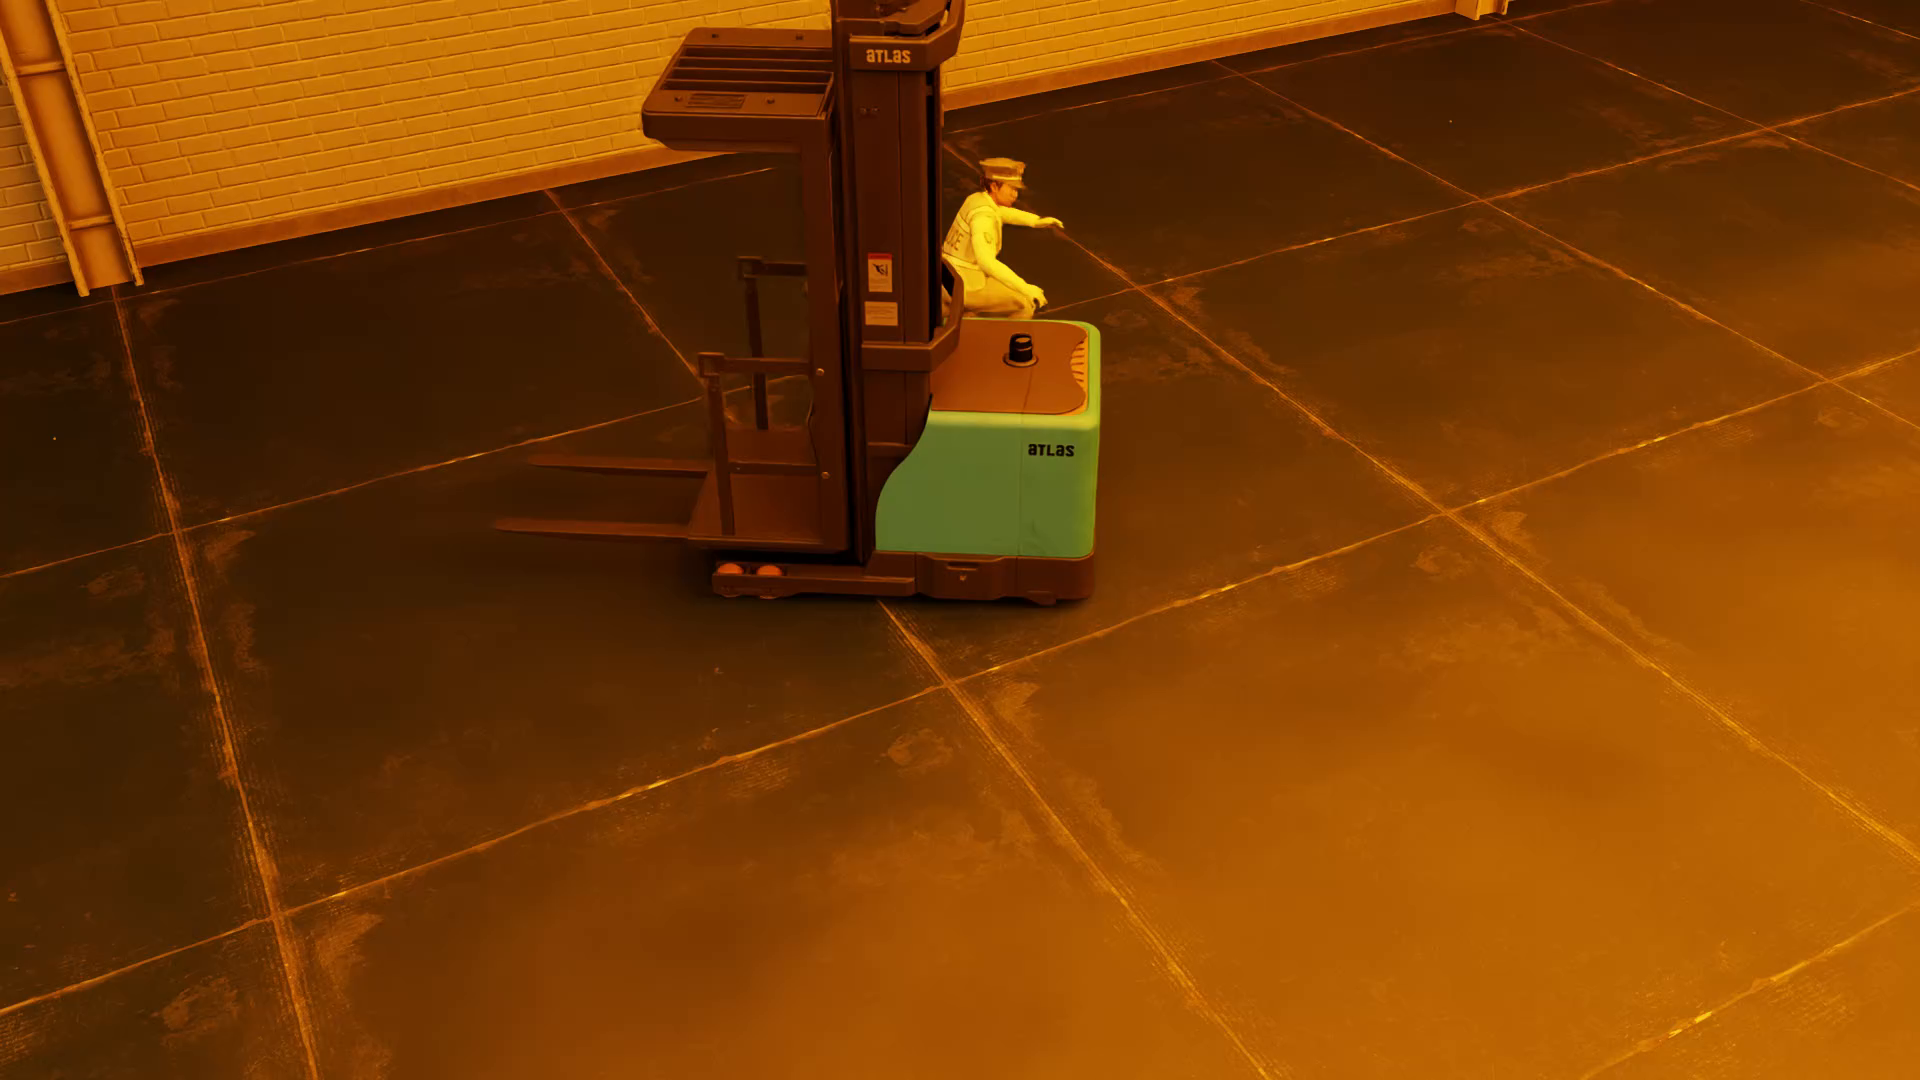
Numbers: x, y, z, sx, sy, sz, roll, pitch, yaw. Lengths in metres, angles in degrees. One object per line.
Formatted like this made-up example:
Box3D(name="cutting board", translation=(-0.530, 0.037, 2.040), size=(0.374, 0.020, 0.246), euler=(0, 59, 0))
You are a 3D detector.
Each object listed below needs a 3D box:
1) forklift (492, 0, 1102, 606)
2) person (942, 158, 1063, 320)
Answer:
Box3D(name="forklift", translation=(-0.823, -1.206, 7.829), size=(3.031, 2.935, 1.130), euler=(2, 35, 3))
Box3D(name="person", translation=(0.266, -1.423, 9.424), size=(0.834, 1.435, 0.915), euler=(-16, 38, -22))
